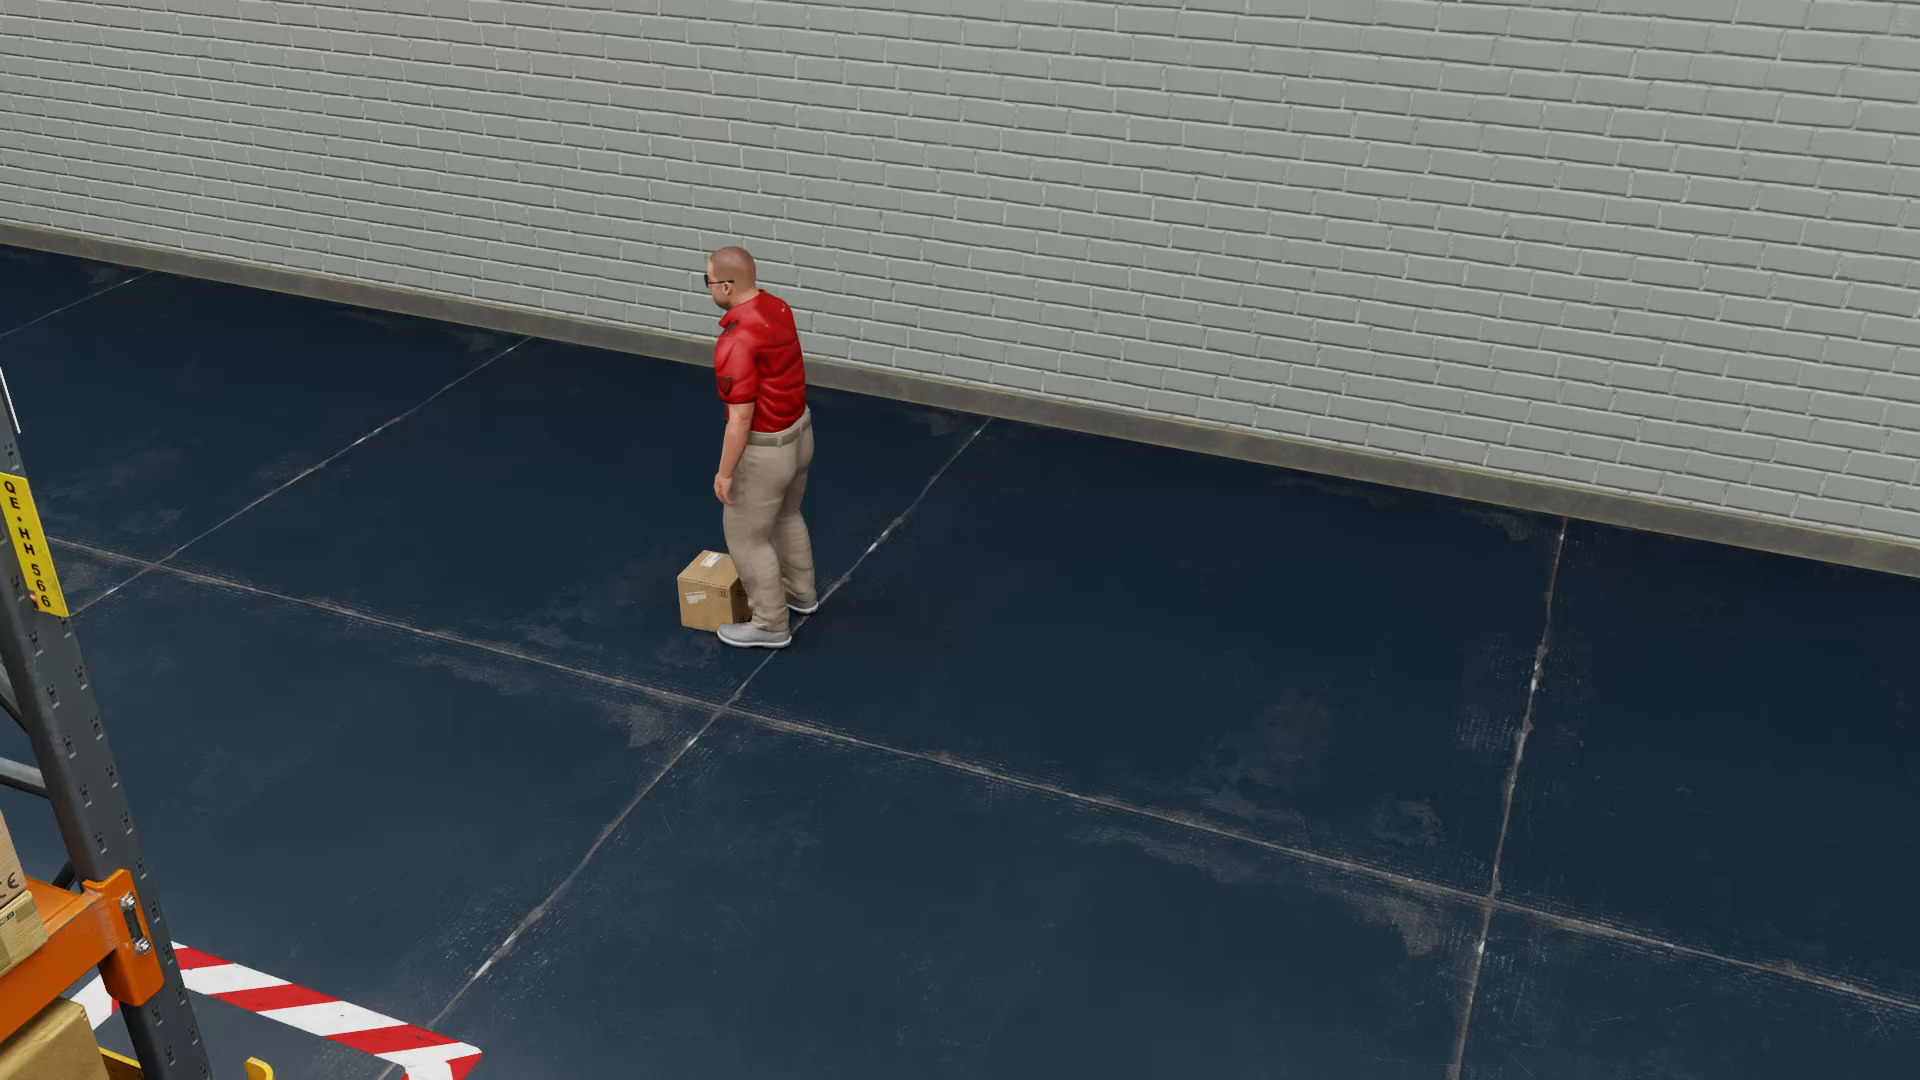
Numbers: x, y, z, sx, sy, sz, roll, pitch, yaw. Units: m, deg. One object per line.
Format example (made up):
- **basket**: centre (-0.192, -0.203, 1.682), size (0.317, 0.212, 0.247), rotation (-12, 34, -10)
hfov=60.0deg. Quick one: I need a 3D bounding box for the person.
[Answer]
- **person**: centre (-0.814, -0.371, 6.797), size (0.384, 1.728, 0.602), rotation (10, 31, 17)
